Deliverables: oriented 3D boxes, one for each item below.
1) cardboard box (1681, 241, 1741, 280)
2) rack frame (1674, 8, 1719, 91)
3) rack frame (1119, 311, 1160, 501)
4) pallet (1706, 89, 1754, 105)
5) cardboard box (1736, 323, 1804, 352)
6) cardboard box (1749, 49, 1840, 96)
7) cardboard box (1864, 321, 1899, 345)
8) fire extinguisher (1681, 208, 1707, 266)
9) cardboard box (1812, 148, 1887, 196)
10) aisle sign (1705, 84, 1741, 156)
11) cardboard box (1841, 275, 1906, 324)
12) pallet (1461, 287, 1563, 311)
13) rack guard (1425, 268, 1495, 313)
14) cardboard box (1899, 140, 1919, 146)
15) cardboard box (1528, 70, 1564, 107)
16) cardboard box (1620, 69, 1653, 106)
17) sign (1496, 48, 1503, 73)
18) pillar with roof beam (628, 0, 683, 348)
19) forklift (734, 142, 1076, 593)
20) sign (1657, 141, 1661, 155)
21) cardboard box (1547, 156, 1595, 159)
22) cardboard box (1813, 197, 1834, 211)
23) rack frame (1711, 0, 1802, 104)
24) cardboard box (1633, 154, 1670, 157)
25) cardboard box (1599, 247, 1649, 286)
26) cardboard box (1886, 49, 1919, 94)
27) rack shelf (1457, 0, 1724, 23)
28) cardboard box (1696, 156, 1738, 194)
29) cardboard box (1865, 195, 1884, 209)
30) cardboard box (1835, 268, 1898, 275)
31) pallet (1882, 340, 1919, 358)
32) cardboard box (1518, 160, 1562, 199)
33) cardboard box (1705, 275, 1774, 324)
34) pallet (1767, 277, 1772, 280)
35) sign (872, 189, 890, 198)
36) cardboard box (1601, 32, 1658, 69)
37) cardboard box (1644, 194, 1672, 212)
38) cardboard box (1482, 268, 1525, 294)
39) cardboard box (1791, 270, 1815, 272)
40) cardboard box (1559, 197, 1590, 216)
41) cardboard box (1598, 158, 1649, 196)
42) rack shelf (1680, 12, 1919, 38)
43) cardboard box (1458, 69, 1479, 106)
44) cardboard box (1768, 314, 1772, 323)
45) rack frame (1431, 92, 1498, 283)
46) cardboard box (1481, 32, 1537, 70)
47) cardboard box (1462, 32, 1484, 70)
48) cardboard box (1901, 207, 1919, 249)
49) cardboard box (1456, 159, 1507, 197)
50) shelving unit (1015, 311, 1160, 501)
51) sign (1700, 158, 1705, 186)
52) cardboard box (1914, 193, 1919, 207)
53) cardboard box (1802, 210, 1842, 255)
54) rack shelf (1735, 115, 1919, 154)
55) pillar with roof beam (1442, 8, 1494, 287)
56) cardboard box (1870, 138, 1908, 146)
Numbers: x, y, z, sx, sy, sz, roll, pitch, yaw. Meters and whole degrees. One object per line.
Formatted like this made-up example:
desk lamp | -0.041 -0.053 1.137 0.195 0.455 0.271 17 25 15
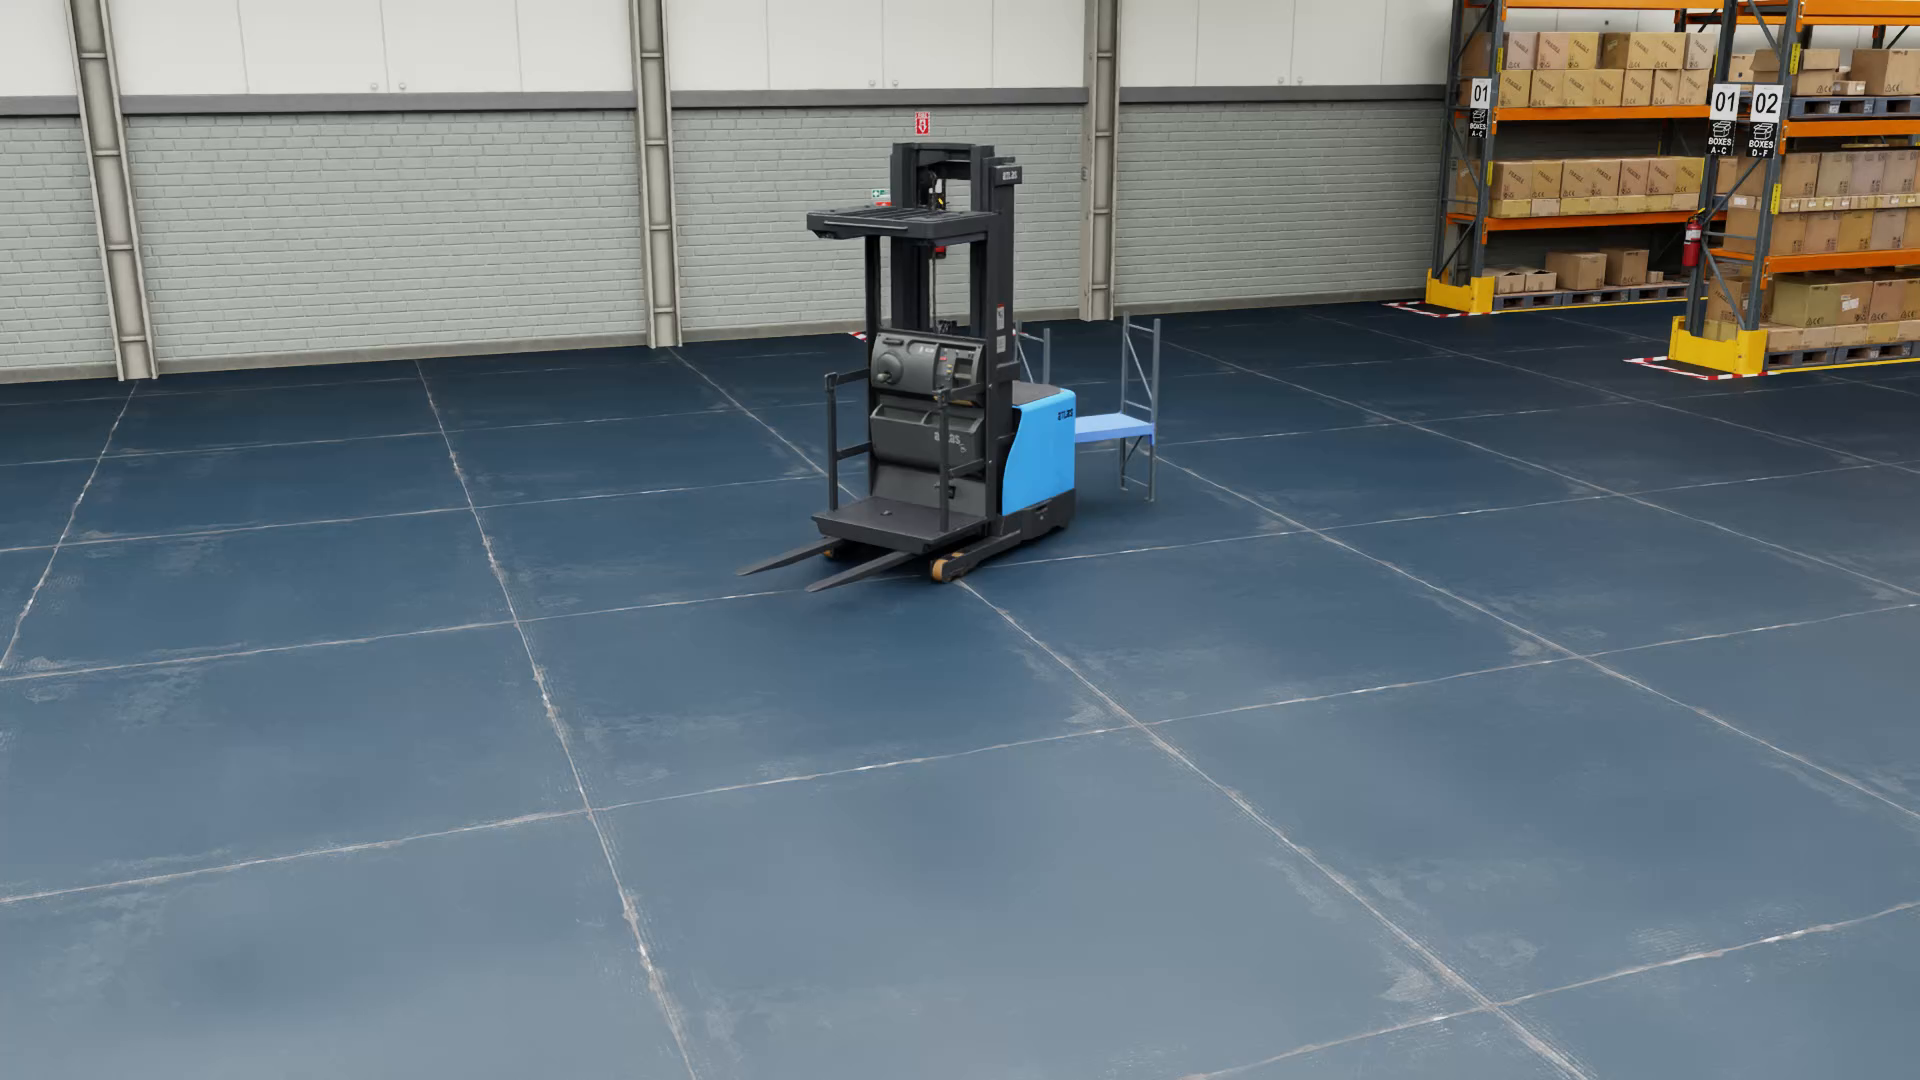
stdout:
cardboard box | 11.555 -4.297 25.564 0.500 0.500 0.700 -6 17 -18
rack frame | 10.874 -8.086 24.161 0.127 3.000 1.000 -6 17 -20
rack frame | 1.473 -1.101 13.687 0.032 1.500 0.500 -8 18 -26
pallet | 11.488 -6.591 24.727 1.003 0.211 1.213 -6 17 -20
cardboard box | 9.495 -2.379 19.509 0.500 0.250 0.500 -6 17 -20
cardboard box | 9.453 -5.315 18.874 0.637 0.503 0.797 -5 17 -16
cardboard box | 10.896 -2.529 20.023 0.500 0.250 0.500 -6 17 -20
fire extinguisher | 8.638 -3.574 19.583 0.183 0.674 0.296 -6 17 -20
cardboard box | 10.364 -4.326 19.526 0.500 0.500 0.700 -6 17 -20
aisle sign | 8.748 -4.819 19.071 0.004 0.787 0.394 -6 17 -20
cardboard box | 10.896 -2.889 19.916 0.500 0.500 0.500 -6 17 -20
pallet | 7.981 -3.546 24.300 1.213 0.211 1.003 -6 17 -20
rack guard | 7.209 -3.612 24.012 0.348 0.500 1.175 -6 17 -20
cardboard box | 15.152 -6.151 26.150 0.500 0.250 0.500 -6 17 -19
cardboard box | 8.054 -6.313 23.237 0.500 0.500 0.500 -5 17 -16
cardboard box | 9.510 -6.475 23.786 0.500 0.500 0.500 -7 18 -22
sign | 7.333 -6.520 22.601 0.005 0.325 0.100 -6 17 -20
pillar with roof beam | -2.183 -5.638 15.826 0.400 9.000 9.100 -6 17 -20
forklift | -0.361 -1.262 11.695 1.130 2.935 3.031 11 20 34
sign | 10.672 -5.908 25.340 0.005 0.325 0.100 -6 17 -20
cardboard box | 8.927 -5.357 24.416 0.500 0.500 0.500 -6 17 -19
cardboard box | 9.837 -3.895 19.210 0.250 0.149 0.380 -6 17 -20
rack frame | 8.914 -6.379 18.351 0.127 3.000 1.000 -6 17 -20
cardboard box | 10.360 -5.512 24.945 0.500 0.500 0.500 -7 18 -21
cardboard box | 9.919 -4.104 24.905 0.500 0.500 0.500 -8 18 -24
cardboard box | 11.067 -5.529 19.601 0.637 0.503 0.797 -4 17 -14
rack shelf | 9.006 -7.537 23.577 4.000 0.370 1.077 -6 17 -20
cardboard box | 11.361 -5.509 25.075 0.500 0.500 0.700 -6 17 -20
cardboard box | 10.560 -3.973 19.477 0.250 0.149 0.380 -6 18 -21
cardboard box | 11.171 -3.081 20.570 0.500 0.500 0.500 -6 17 -20
pallet | 11.892 -2.497 20.727 1.213 0.211 1.003 -6 17 -20
cardboard box | 8.157 -5.118 23.601 0.500 0.500 0.500 -6 17 -20
cardboard box | 9.309 -2.875 19.870 0.500 0.500 0.500 -6 17 -20
pallet | 12.741 -4.072 26.091 1.213 0.211 1.003 -6 17 -20
sign | -0.987 -4.499 21.591 0.331 0.109 0.001 -6 17 -20
cardboard box | 9.511 -6.948 23.625 0.500 0.500 0.500 -7 18 -22
cardboard box | 10.072 -4.969 24.427 0.500 0.250 0.500 -6 17 -20
cardboard box | 7.817 -3.771 24.107 0.500 0.311 0.500 -8 18 -26
cardboard box | 12.979 -4.457 26.108 0.500 0.500 0.700 -6 17 -20
cardboard box | 8.665 -4.813 23.895 0.500 0.250 0.500 -6 18 -21
cardboard box | 9.605 -5.276 24.140 0.500 0.500 0.500 -7 18 -22
rack shelf | 12.741 -7.750 25.006 4.000 0.370 1.077 -6 17 -20
cardboard box | 7.437 -6.409 23.564 0.500 0.500 0.500 -5 17 -16
cardboard box | 9.772 -2.568 20.156 0.500 0.250 0.500 -6 17 -20
rack frame | 7.138 -4.804 23.633 0.127 3.000 1.000 -6 17 -20
cardboard box | 7.585 -6.755 22.968 0.500 0.500 0.500 -8 18 -24
cardboard box | 7.447 -6.893 23.435 0.500 0.500 0.500 -5 17 -18
cardboard box | 11.277 -3.801 20.042 0.500 0.500 0.700 -6 17 -19
cardboard box | 7.502 -5.205 23.898 0.500 0.500 0.500 -6 18 -21
shelving unit | 1.020 -1.036 13.465 1.048 1.500 0.538 -8 18 -26
sign | 8.733 -4.314 19.491 0.005 0.325 0.100 -6 17 -20
cardboard box | 11.286 -4.052 19.744 0.250 0.149 0.380 -6 17 -18
cardboard box | 9.844 -3.647 19.516 0.500 0.500 0.700 -6 17 -19
rack shelf | 10.782 -4.797 19.562 4.000 0.370 1.077 -6 17 -20
pillar with roof beam | 9.023 -6.848 19.946 0.400 9.000 9.100 -6 17 -20
cardboard box | 14.939 -6.284 26.603 0.500 0.250 0.500 -6 17 -19
